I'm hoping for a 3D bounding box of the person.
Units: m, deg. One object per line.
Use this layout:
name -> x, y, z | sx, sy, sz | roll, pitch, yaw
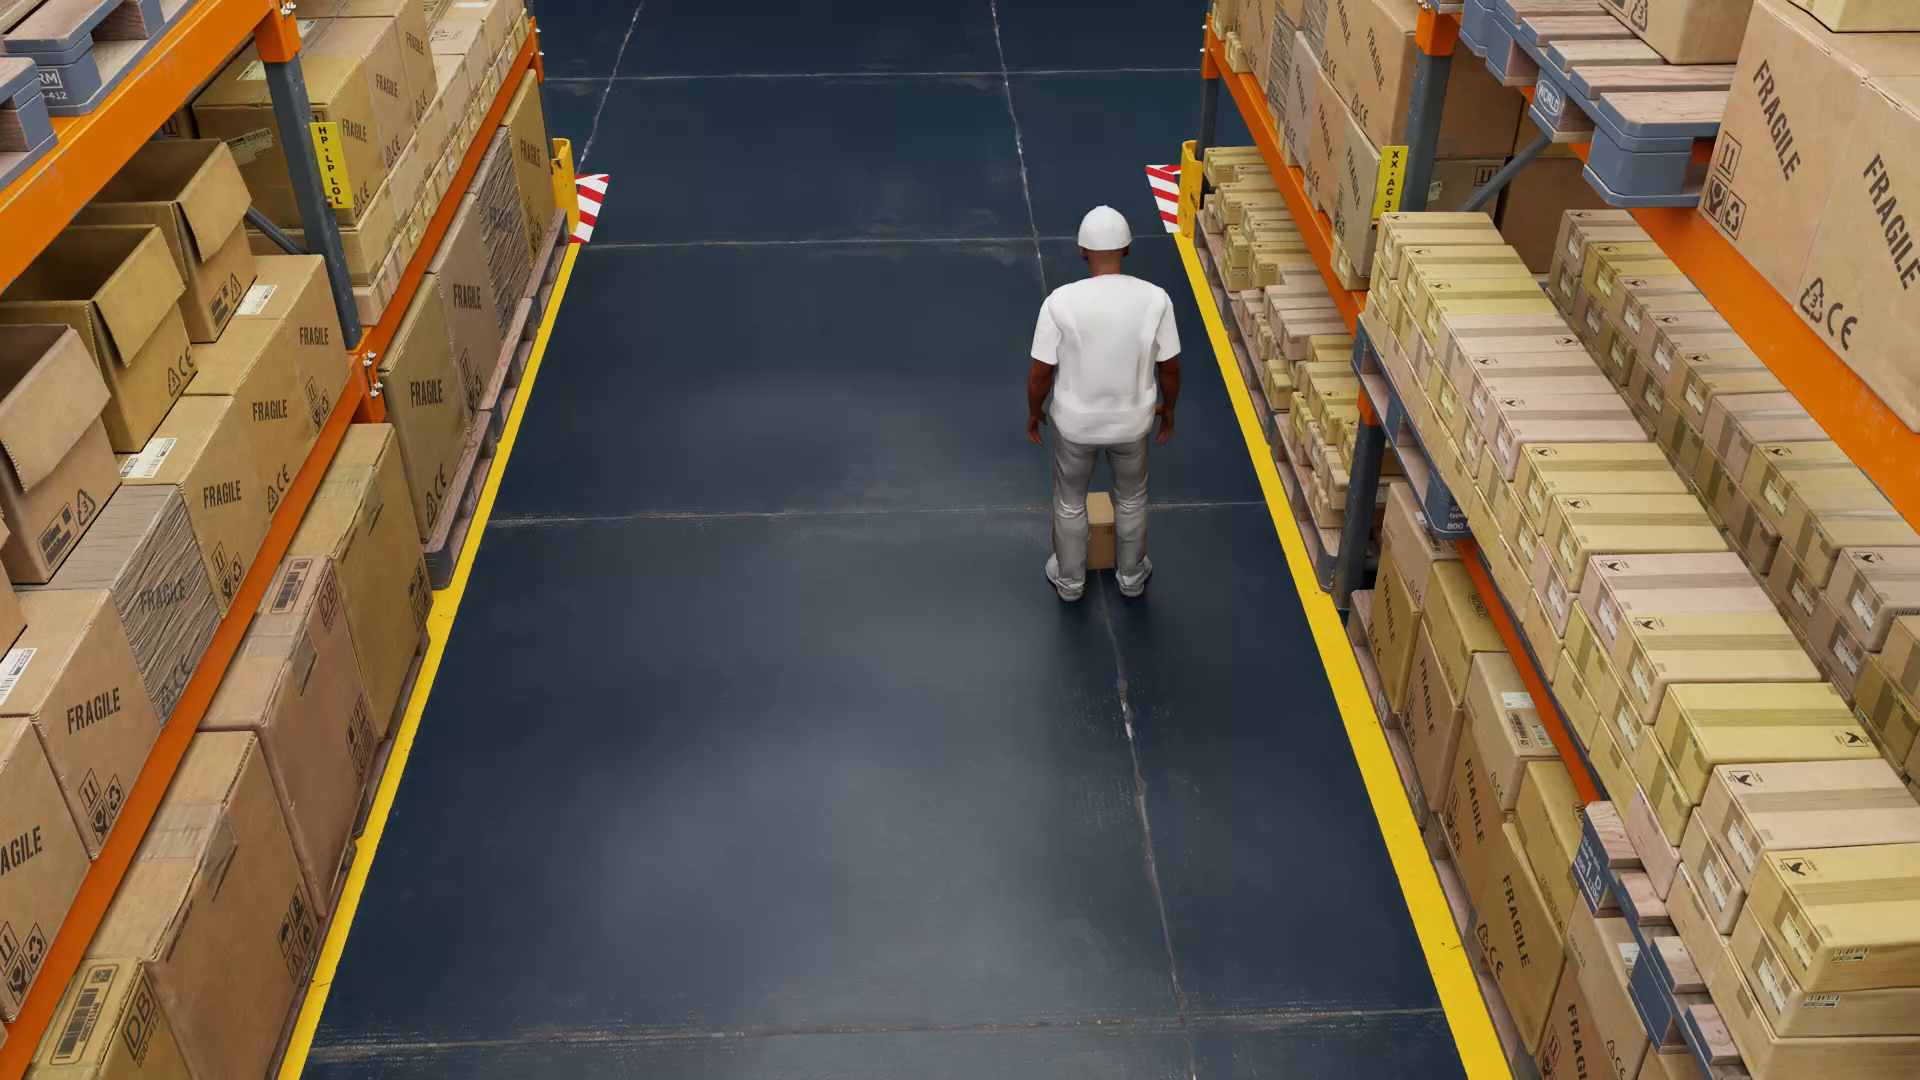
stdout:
person -> 0.587, -0.527, 6.881 | 0.627, 1.760, 0.456 | -1, 35, -2
